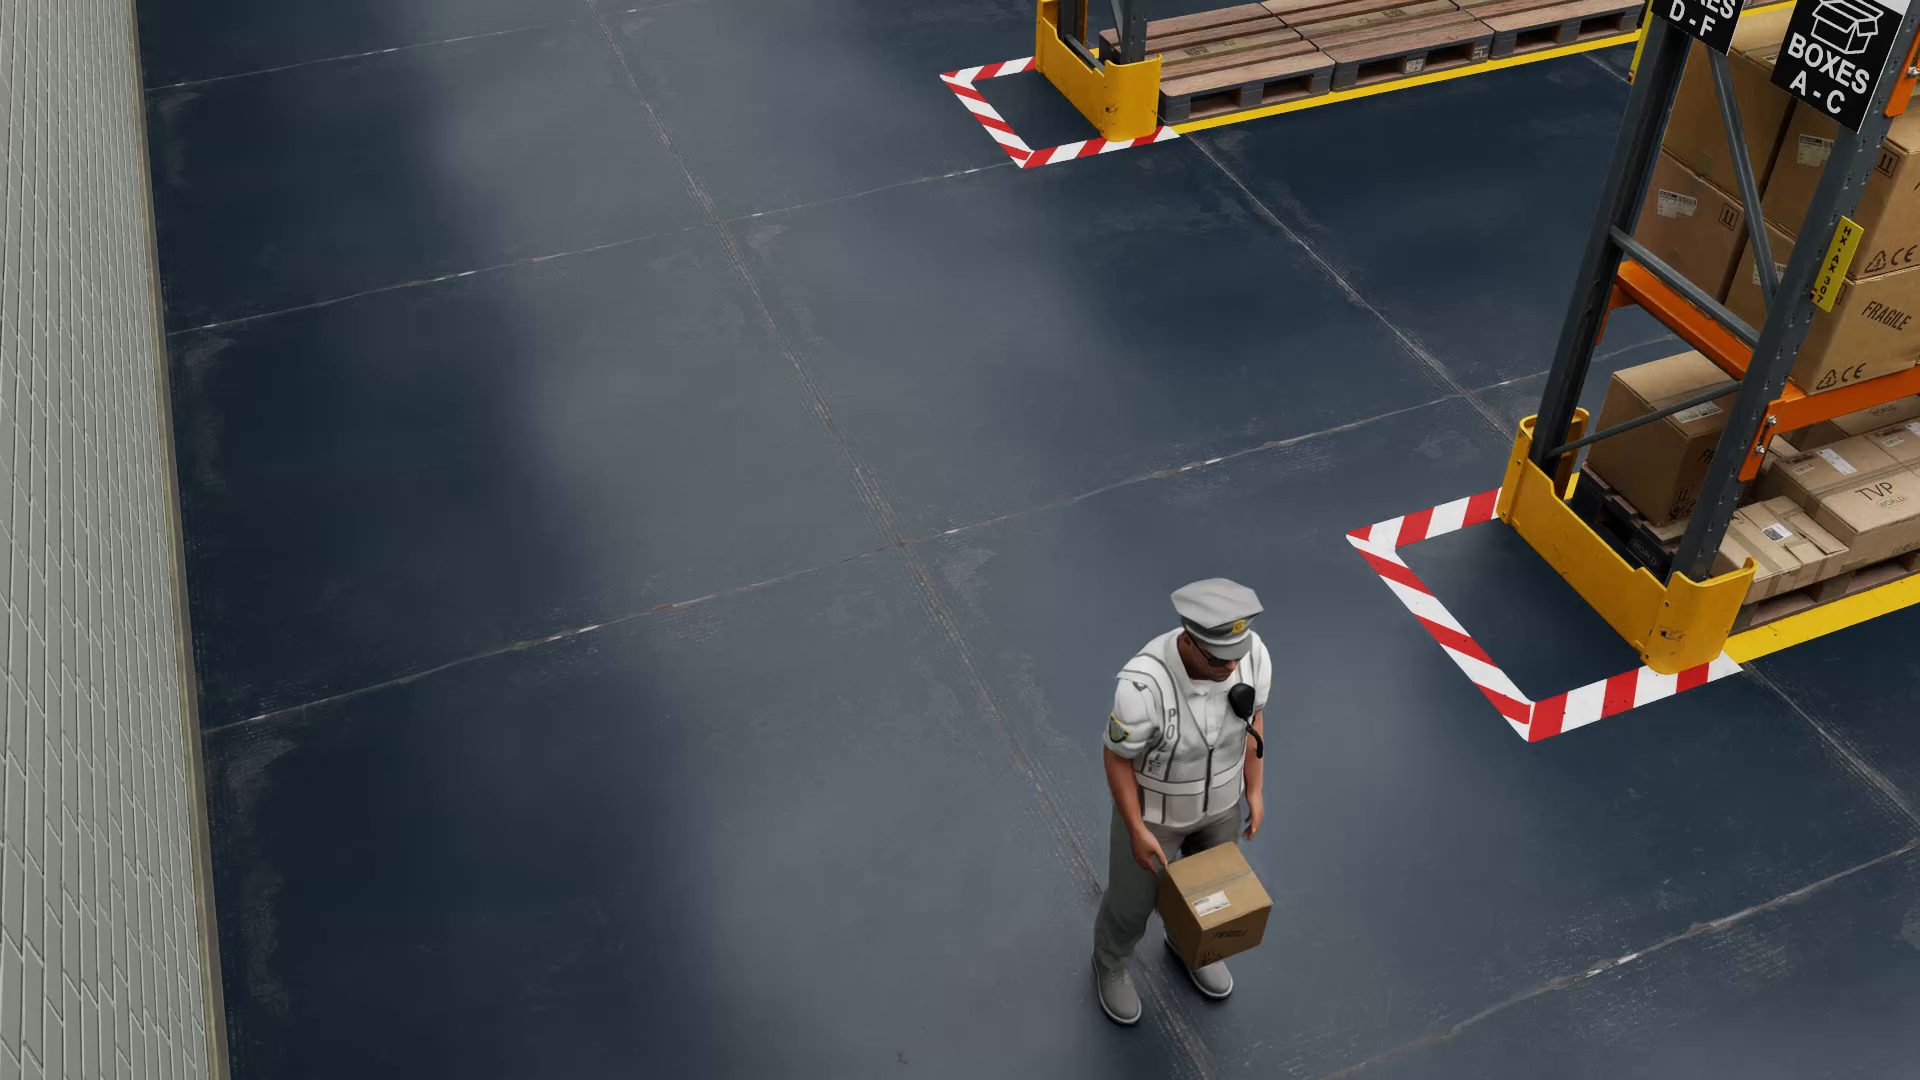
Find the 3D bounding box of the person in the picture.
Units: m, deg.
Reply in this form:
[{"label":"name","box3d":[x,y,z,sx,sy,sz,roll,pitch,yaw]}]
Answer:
[{"label":"person","box3d":[0.700,0.806,5.233,0.554,1.759,0.472,-16,44,-18]}]
